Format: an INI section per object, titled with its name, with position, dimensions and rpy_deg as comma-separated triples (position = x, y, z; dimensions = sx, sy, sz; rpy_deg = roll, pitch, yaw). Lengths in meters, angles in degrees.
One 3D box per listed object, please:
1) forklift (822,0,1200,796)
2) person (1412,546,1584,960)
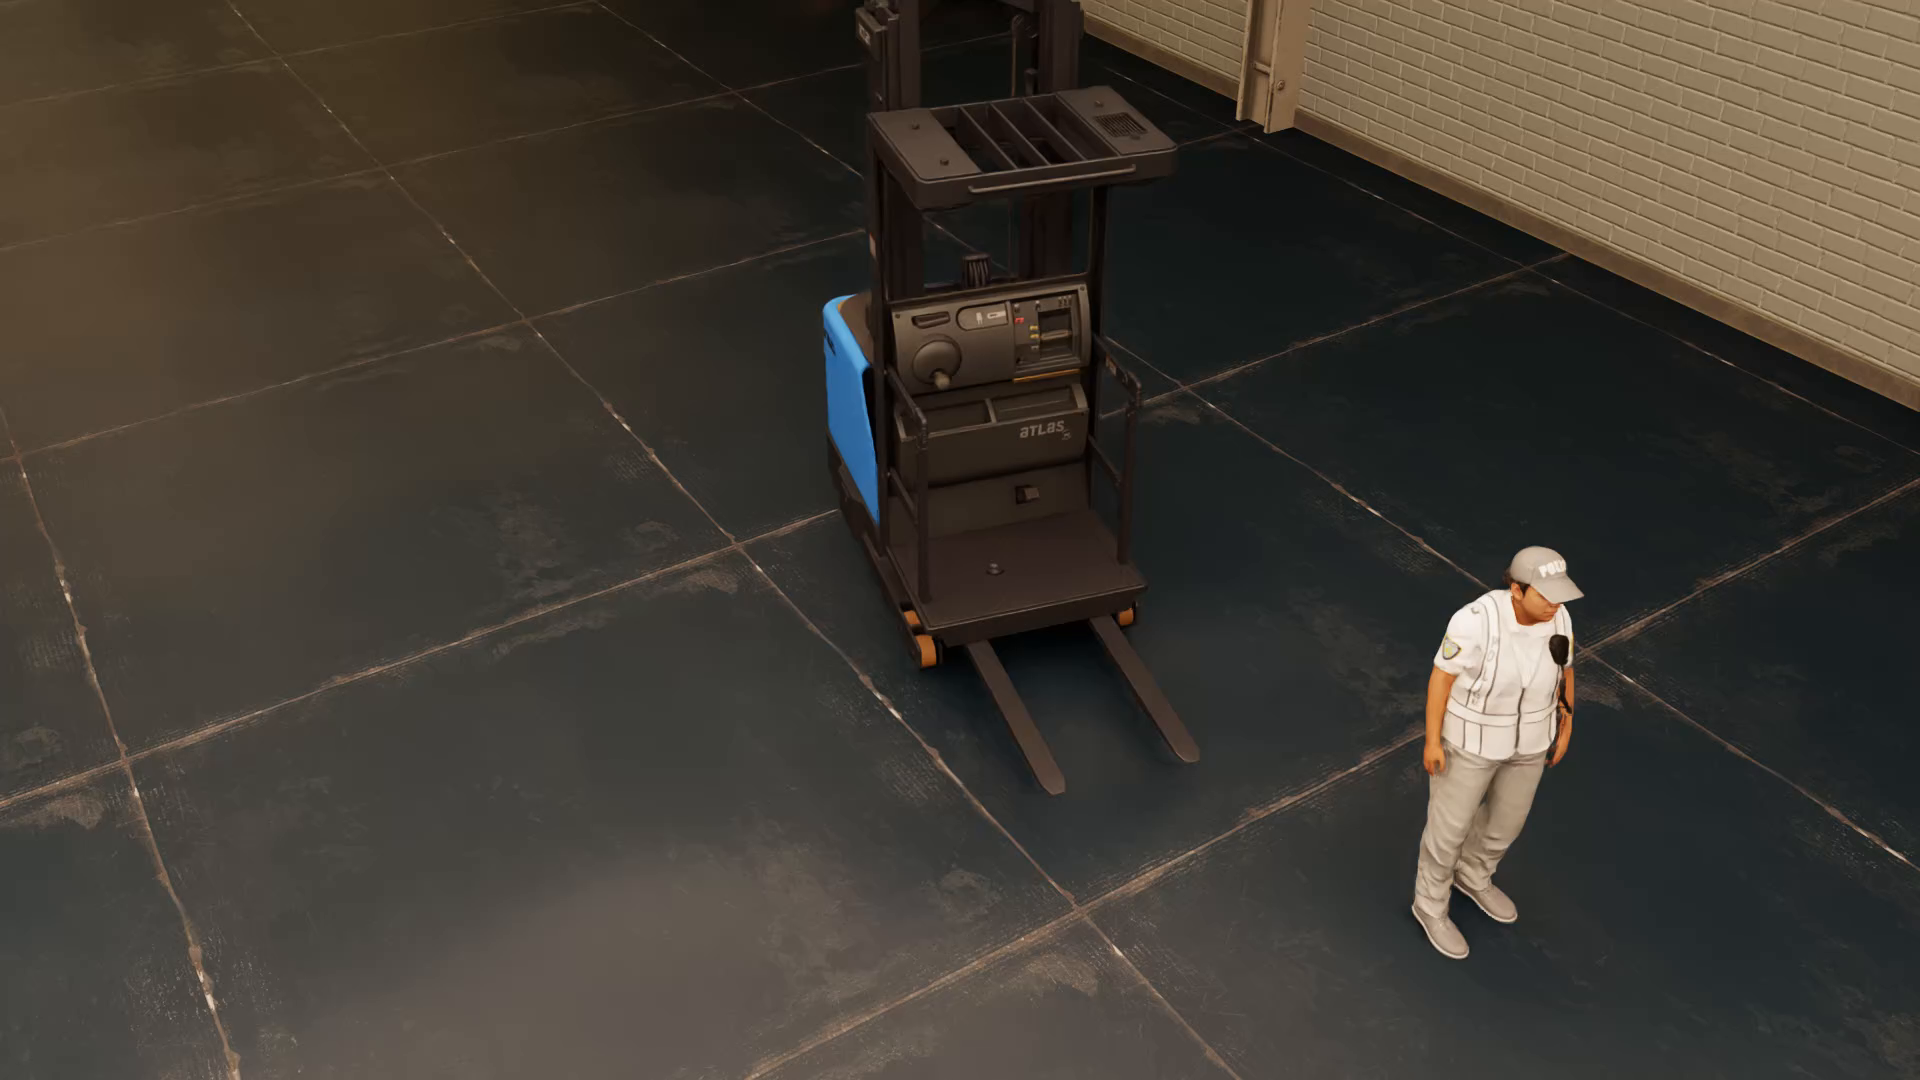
[forklift]
position = 0.218, -0.857, 7.368
dimensions = 1.130, 2.935, 3.031
rpy_deg = -11, 37, -15
[person]
position = 2.005, 0.778, 6.147
dimensions = 0.578, 1.675, 0.524
rpy_deg = -6, 36, -8
